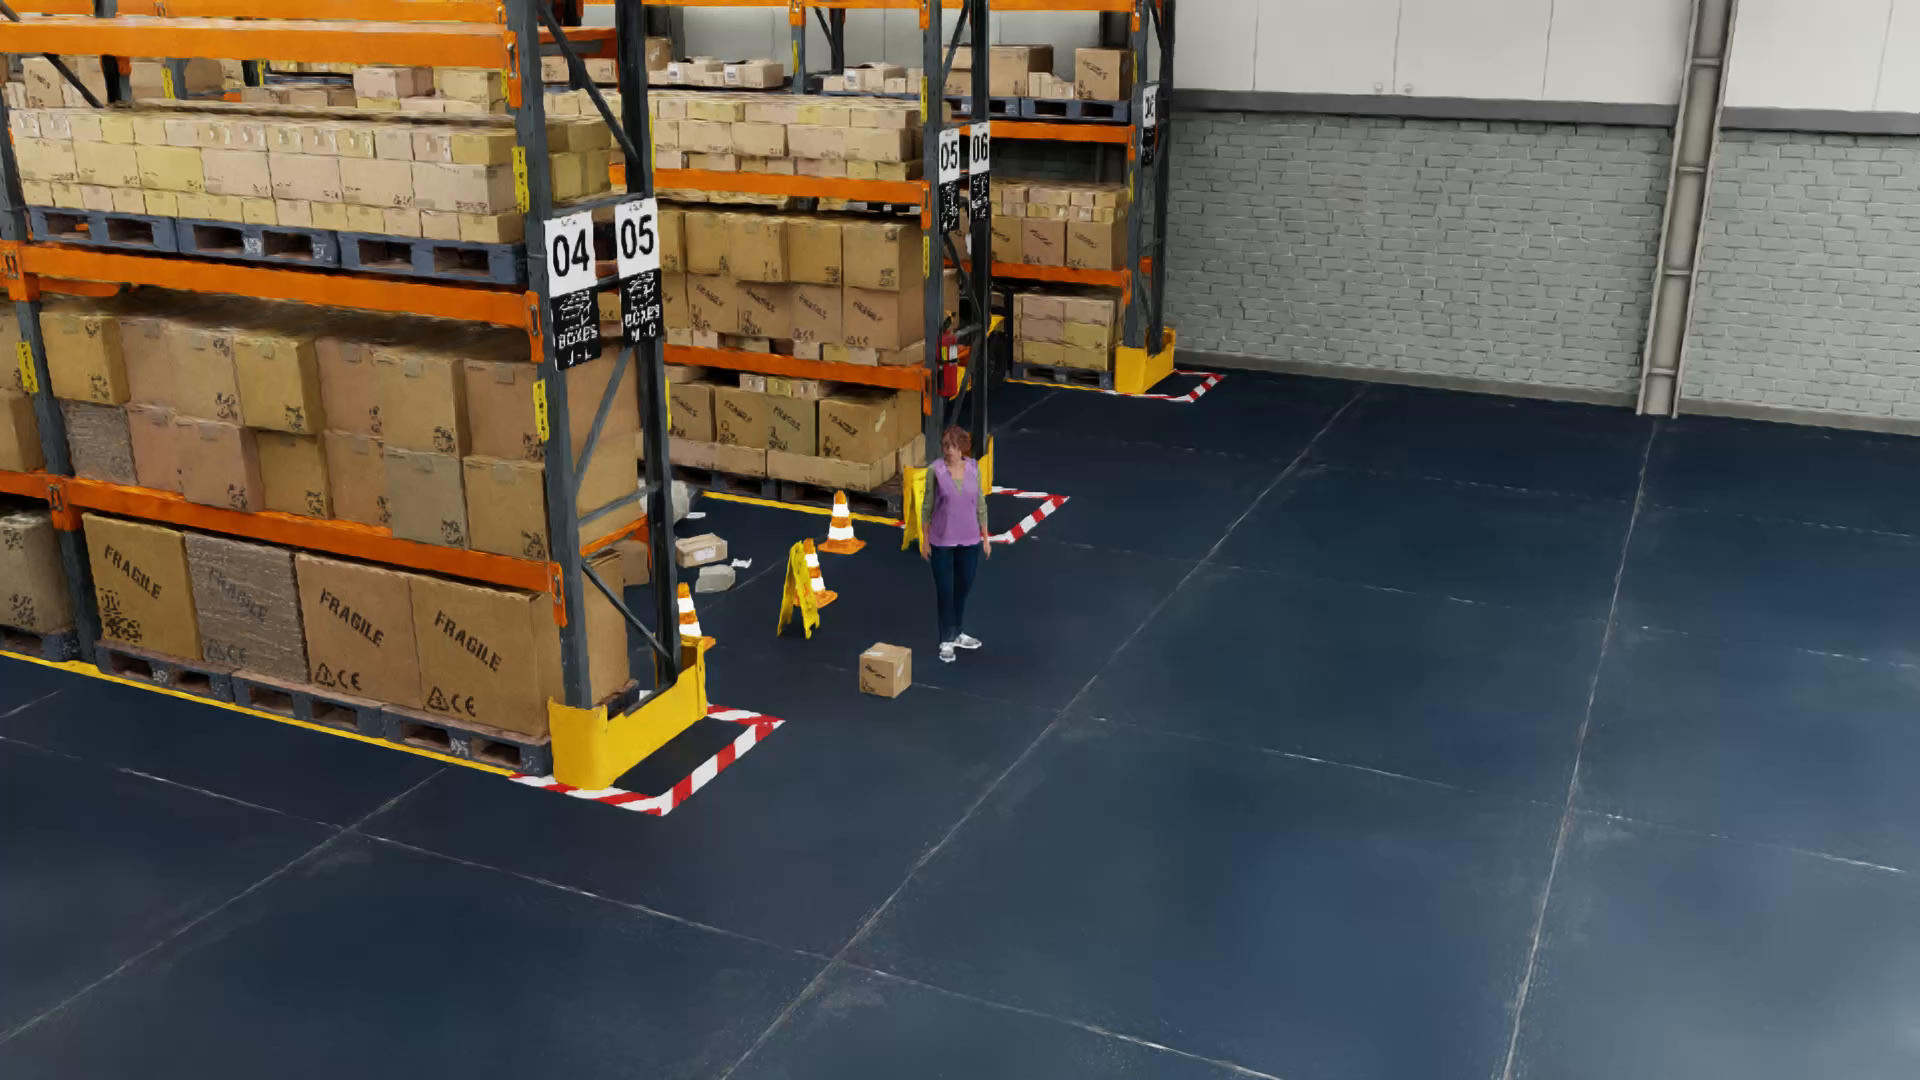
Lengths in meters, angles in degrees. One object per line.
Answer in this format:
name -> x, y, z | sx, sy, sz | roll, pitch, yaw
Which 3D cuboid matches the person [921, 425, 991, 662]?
person -> -0.035, 0.008, 11.015 | 0.442, 1.601, 0.354 | -6, 20, -17
